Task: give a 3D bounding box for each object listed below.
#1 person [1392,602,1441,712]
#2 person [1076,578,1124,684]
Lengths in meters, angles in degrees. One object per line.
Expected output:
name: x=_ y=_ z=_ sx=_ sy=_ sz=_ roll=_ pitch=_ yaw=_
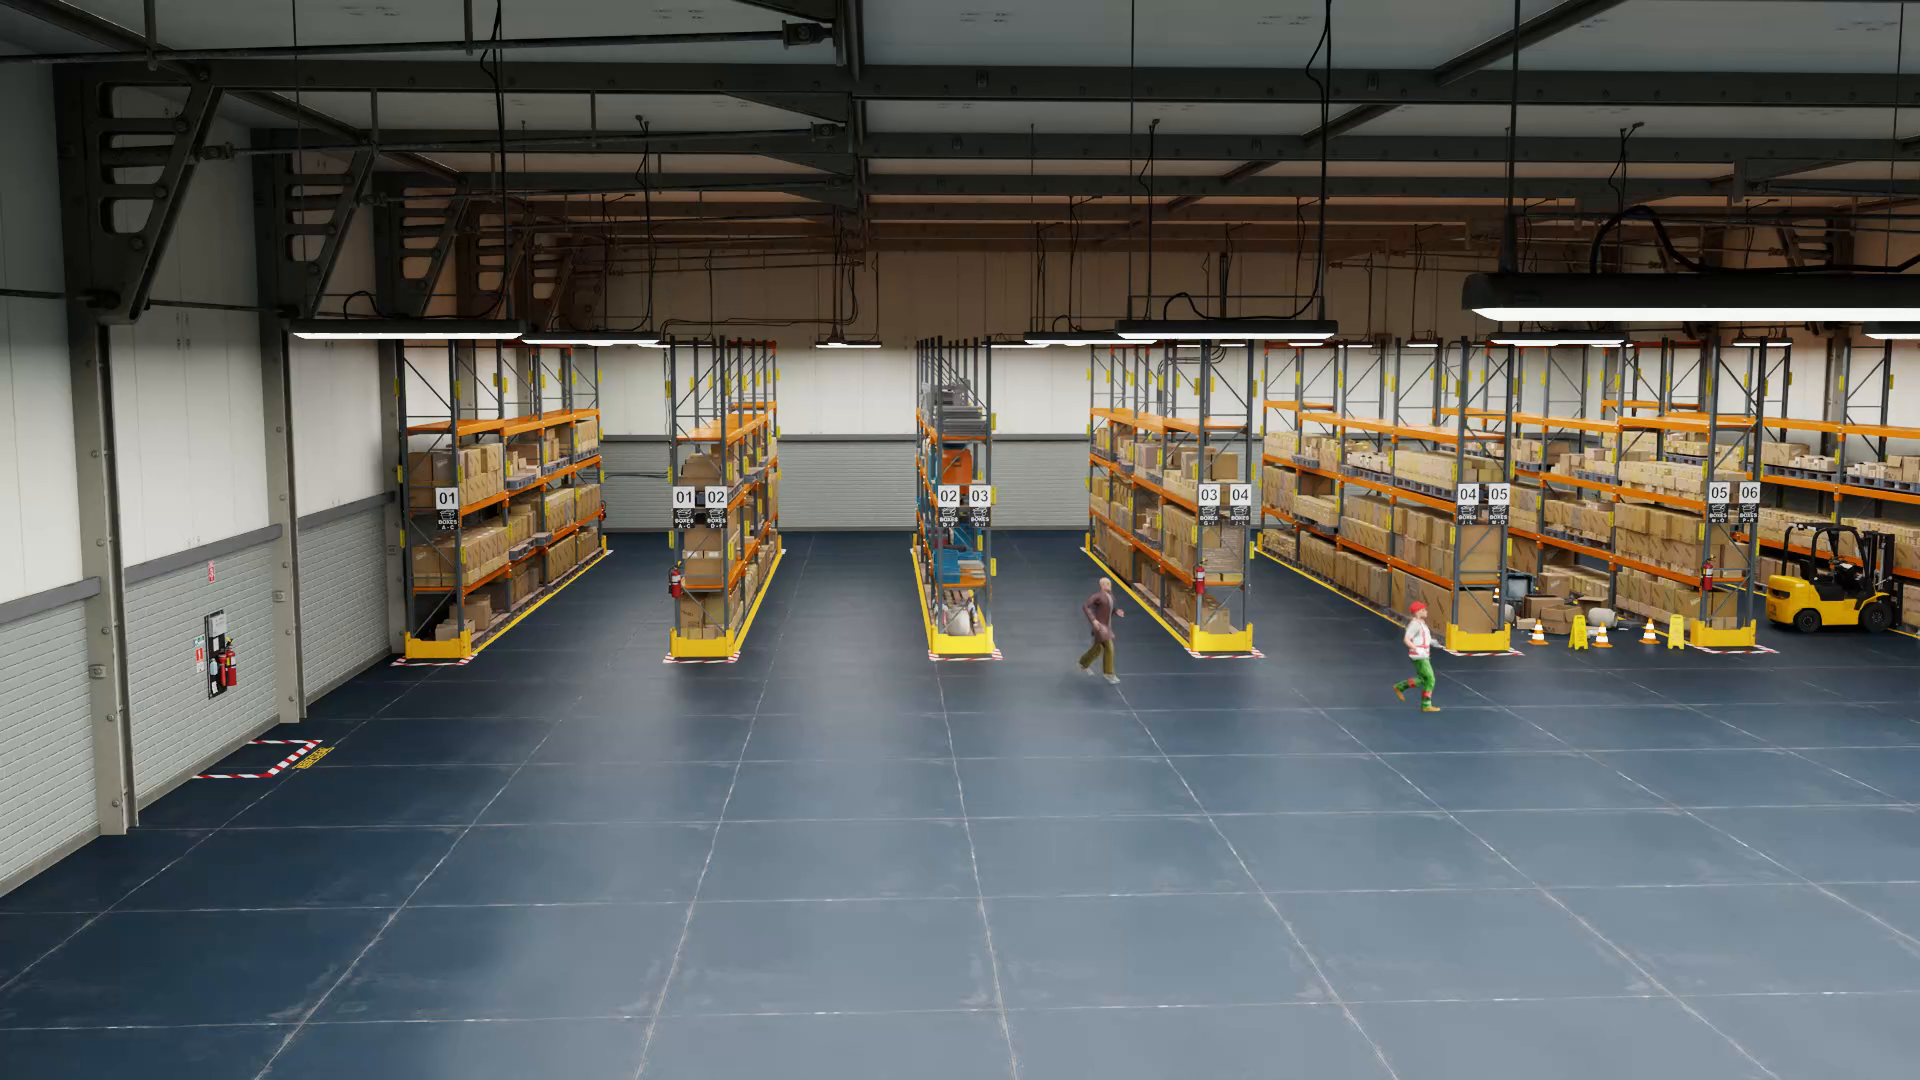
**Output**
person: x=7.277 y=1.854 z=26.477 sx=0.786 sy=1.749 sz=0.663 roll=3 pitch=7 yaw=26
person: x=2.440 y=1.547 z=28.964 sx=0.915 sy=1.825 sz=0.701 roll=4 pitch=7 yaw=29
